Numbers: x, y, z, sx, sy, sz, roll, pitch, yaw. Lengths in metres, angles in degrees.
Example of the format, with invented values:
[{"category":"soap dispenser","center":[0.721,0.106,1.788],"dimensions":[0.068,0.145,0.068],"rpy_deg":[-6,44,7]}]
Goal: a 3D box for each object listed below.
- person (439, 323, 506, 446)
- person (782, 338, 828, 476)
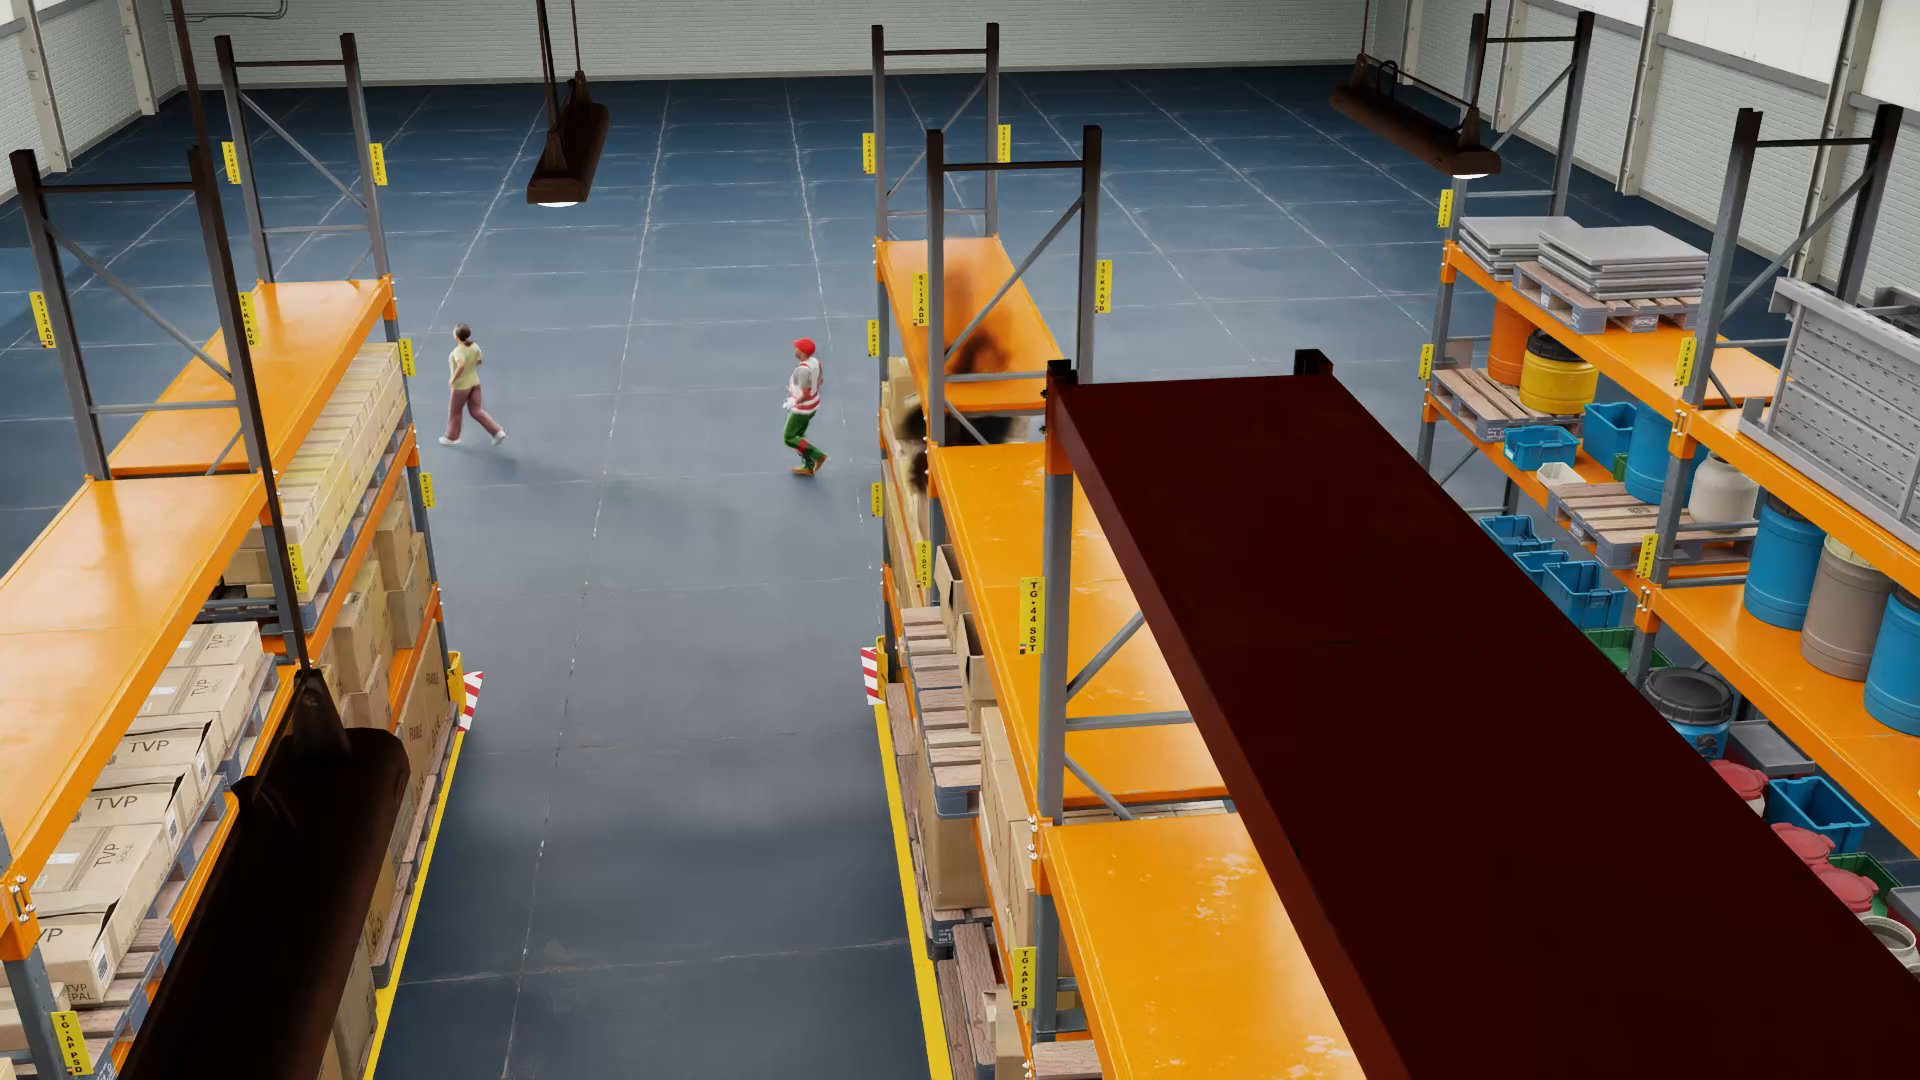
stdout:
[{"category":"person","center":[-6.104,-1.893,20.496],"dimensions":[1.053,1.626,0.588],"rpy_deg":[14,29,27]},{"category":"person","center":[-1.848,-1.578,19.796],"dimensions":[0.615,1.738,0.652],"rpy_deg":[8,27,17]}]
